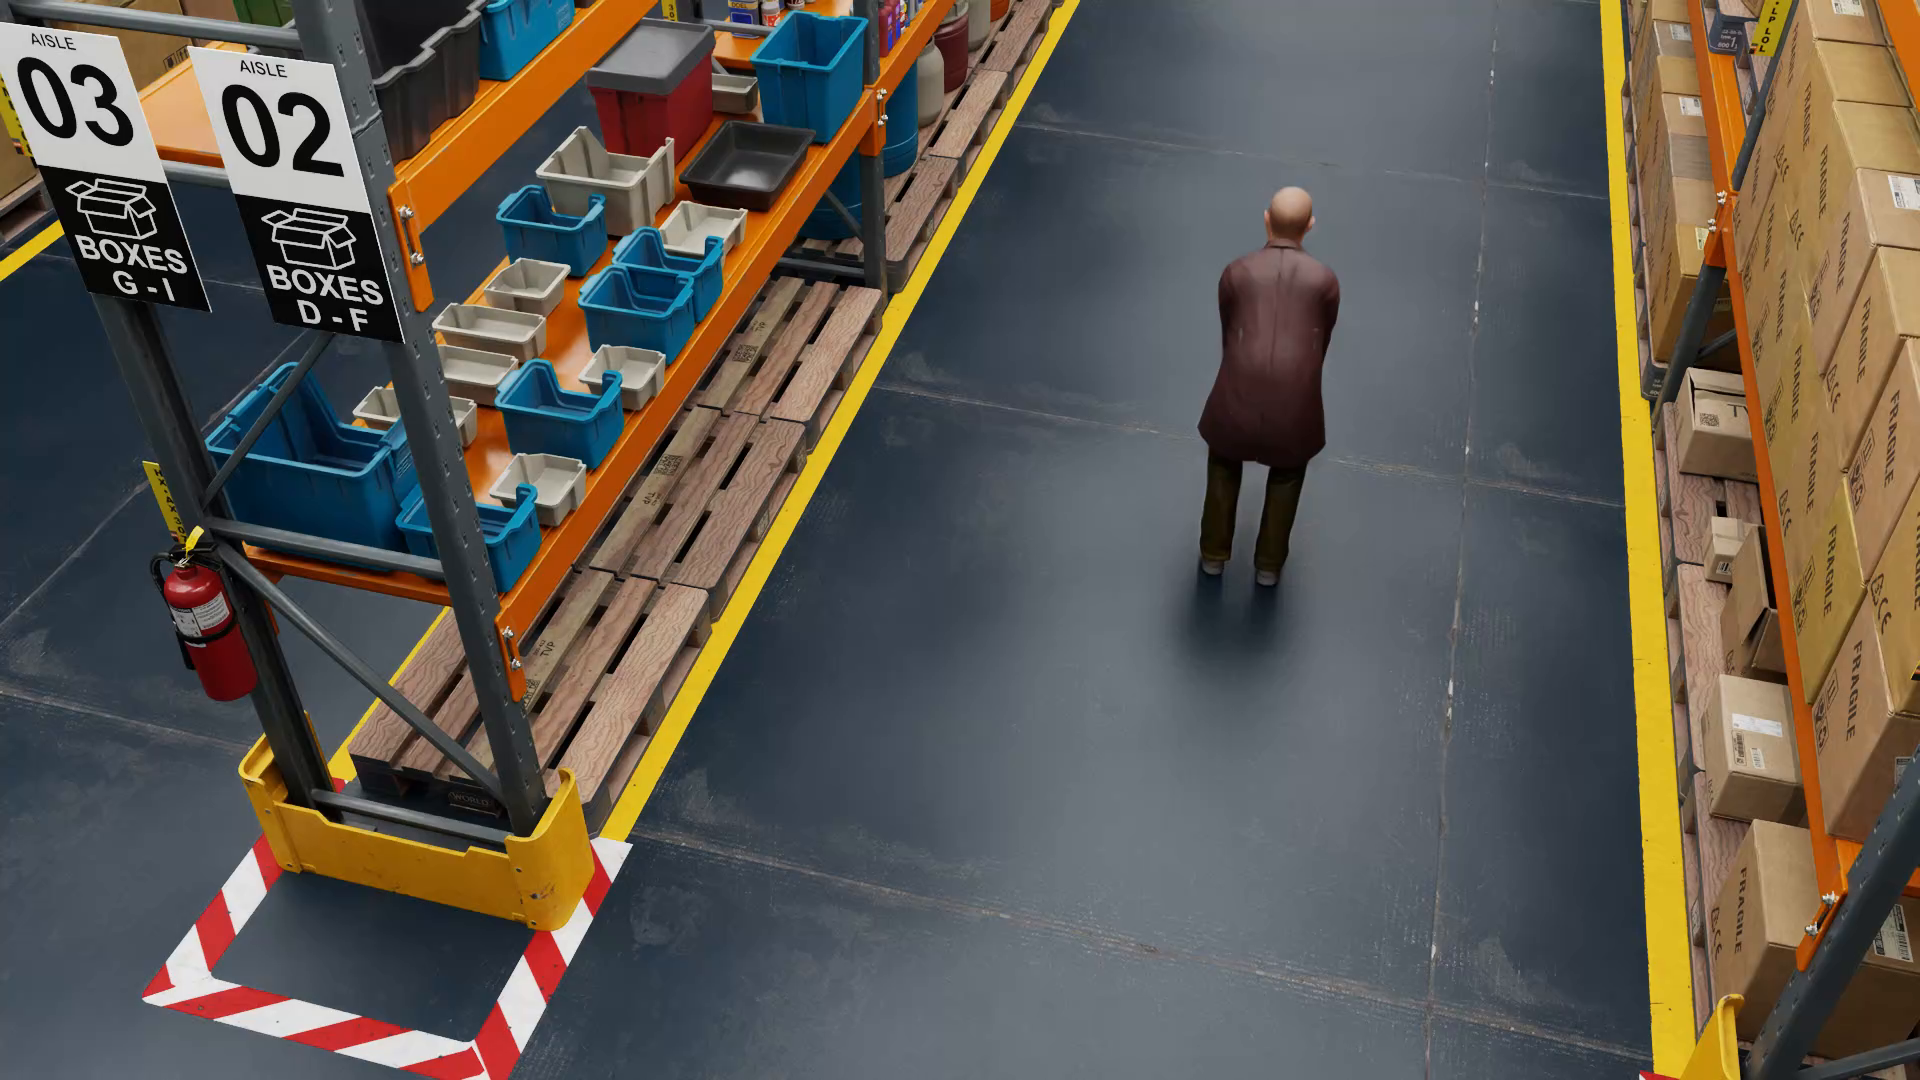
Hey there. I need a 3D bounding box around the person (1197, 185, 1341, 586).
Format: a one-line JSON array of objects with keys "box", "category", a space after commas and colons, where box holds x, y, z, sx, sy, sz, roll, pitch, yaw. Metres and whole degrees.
[{"box": [1.291, -0.567, 7.013, 0.537, 1.551, 0.615, 9, 41, 11], "category": "person"}]
